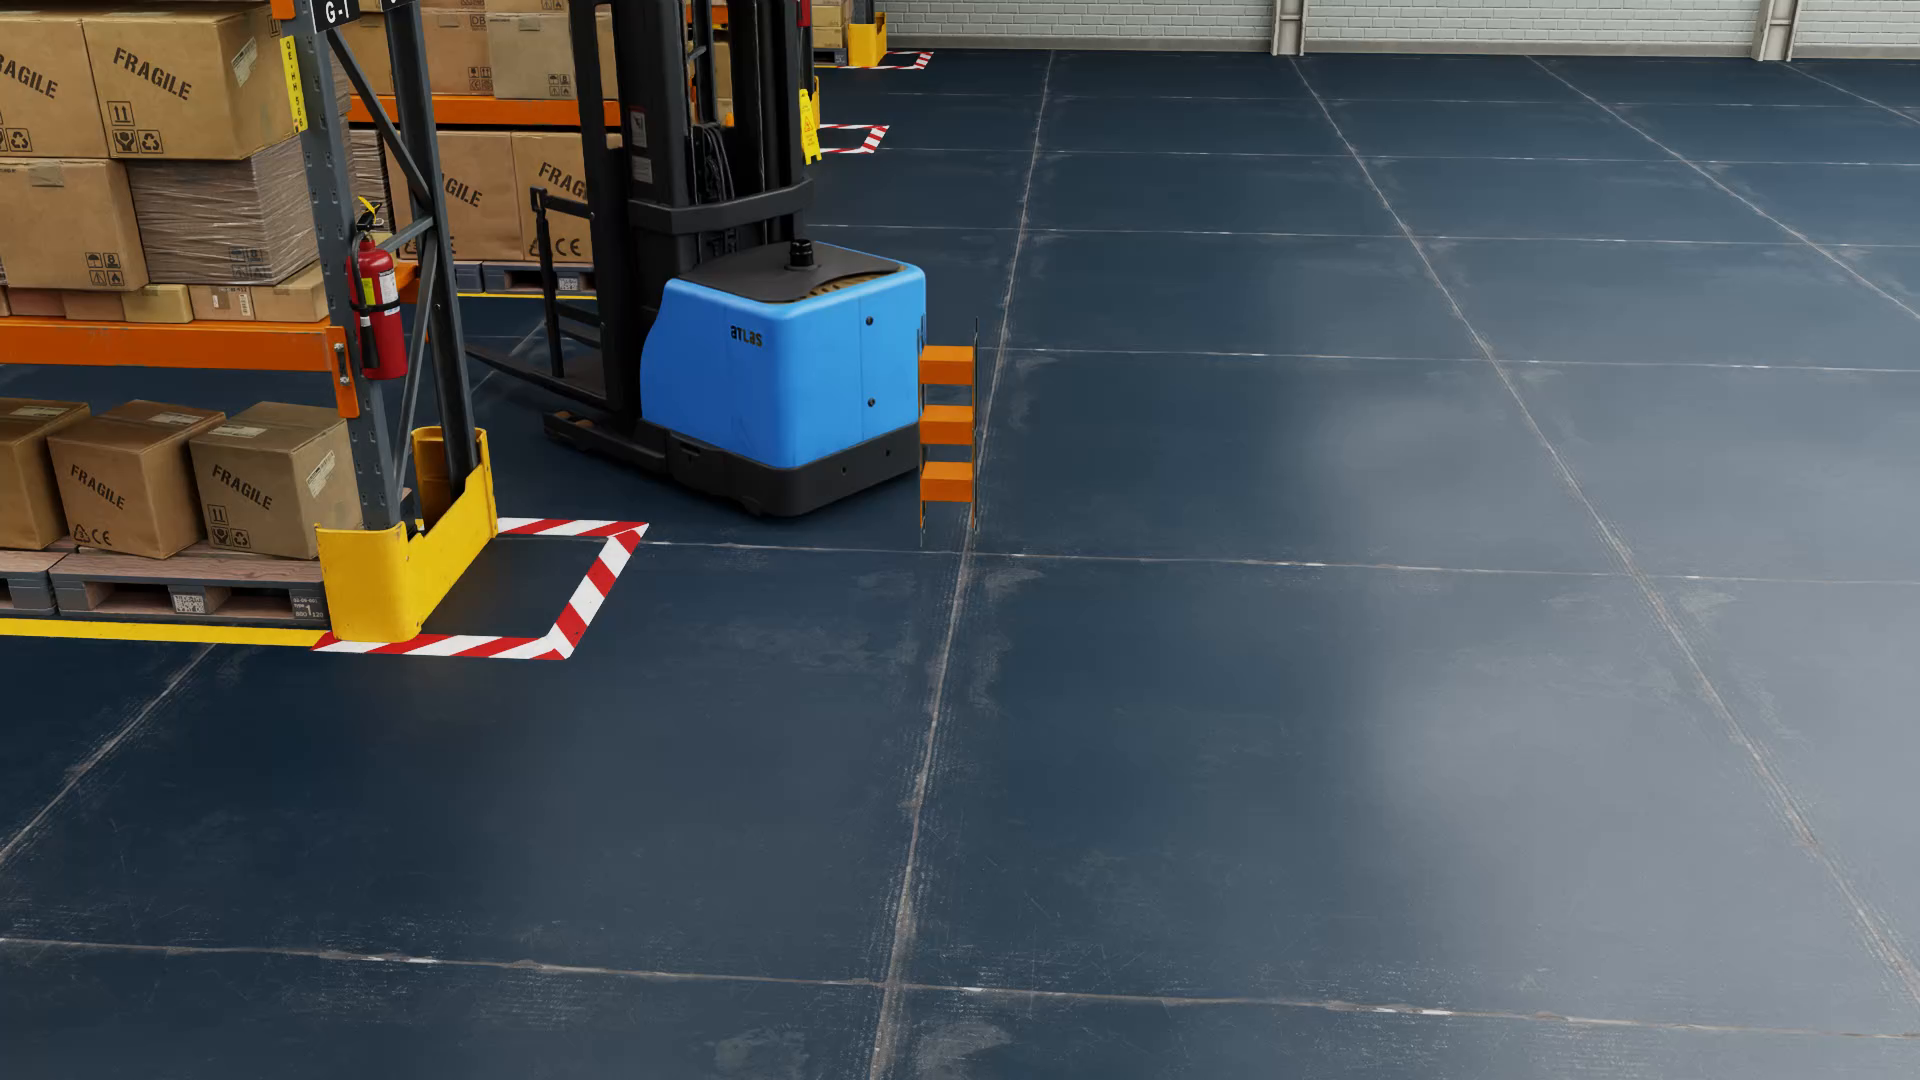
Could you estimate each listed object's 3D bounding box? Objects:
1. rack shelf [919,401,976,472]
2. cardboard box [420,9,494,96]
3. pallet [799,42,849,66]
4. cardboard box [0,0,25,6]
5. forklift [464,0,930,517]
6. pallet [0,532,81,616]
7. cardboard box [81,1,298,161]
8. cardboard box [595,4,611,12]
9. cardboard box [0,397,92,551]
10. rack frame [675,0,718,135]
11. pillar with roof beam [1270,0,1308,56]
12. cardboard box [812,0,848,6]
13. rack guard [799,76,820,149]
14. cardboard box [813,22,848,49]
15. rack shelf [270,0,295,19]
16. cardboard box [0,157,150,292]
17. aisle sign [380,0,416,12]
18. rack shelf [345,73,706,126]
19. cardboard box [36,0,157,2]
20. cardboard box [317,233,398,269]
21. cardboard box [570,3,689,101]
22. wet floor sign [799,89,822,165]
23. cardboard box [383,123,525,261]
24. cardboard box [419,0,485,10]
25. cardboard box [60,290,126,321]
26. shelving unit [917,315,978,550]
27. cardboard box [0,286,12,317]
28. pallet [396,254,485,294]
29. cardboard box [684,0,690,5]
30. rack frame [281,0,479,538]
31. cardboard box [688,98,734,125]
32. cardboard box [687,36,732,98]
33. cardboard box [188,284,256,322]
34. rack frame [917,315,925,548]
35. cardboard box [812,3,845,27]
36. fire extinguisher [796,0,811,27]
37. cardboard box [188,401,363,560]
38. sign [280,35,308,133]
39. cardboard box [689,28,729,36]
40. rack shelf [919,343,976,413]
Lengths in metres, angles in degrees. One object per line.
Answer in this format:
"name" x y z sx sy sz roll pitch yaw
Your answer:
"rack shelf" -0.053 -0.469 7.539 0.240 0.259 0.215 2 25 4
"cardboard box" -3.302 -3.388 11.344 0.550 0.550 0.875 2 25 4
"pallet" -1.941 -6.123 20.805 1.213 0.211 1.003 2 25 4
"cardboard box" -3.875 -1.764 6.323 0.500 0.500 0.500 2 25 4
"forklift" -1.585 -1.942 8.464 3.031 2.935 1.130 21 32 37
"pallet" -4.406 0.000 7.498 1.213 0.211 1.003 2 25 4
"cardboard box" -2.877 -1.733 6.256 0.500 0.500 0.500 2 25 4
"cardboard box" -2.196 -3.834 11.023 0.550 0.550 0.875 2 25 4
"cardboard box" -4.153 -0.299 7.299 0.500 0.500 0.500 4 25 9
"rack frame" -1.829 -3.248 11.220 0.127 3.000 1.000 2 25 4
"pillar with roof beam" 3.853 -8.520 15.501 0.400 9.000 9.100 2 25 4
"cardboard box" -1.658 -6.664 20.234 0.500 0.250 0.500 3 25 6
"rack guard" -1.627 -4.181 16.238 0.348 0.500 1.175 2 25 4
"cardboard box" -1.668 -6.208 20.440 0.500 0.250 0.500 2 25 4
"rack shelf" -4.304 -2.284 6.396 4.000 0.370 1.077 2 25 4
"cardboard box" -3.364 -1.359 6.640 0.500 0.500 0.875 2 25 4
"aisle sign" -2.225 -2.488 6.458 0.004 0.787 0.394 2 25 4
"rack shelf" -3.824 -2.985 11.509 4.000 0.370 1.077 2 25 4
"cardboard box" -3.335 -1.969 6.768 0.500 0.500 0.500 2 25 4
"cardboard box" -2.576 -1.178 7.022 0.250 0.149 0.380 2 25 4
"cardboard box" -2.203 -3.309 11.173 0.550 0.550 0.875 2 25 4
"wet floor sign" -1.444 -3.792 15.220 0.232 0.644 0.267 11 27 22
"cardboard box" -3.388 -2.495 11.623 0.875 0.875 0.875 1 25 3
"cardboard box" -3.300 -3.888 11.140 0.550 0.550 0.875 2 25 4
"cardboard box" -3.360 -1.002 6.639 0.250 0.149 0.380 2 25 4
"shelving unit" -0.053 -0.479 7.534 0.252 1.050 0.215 2 25 4
"cardboard box" -3.857 -1.026 6.691 0.250 0.149 0.380 2 25 4
"pallet" -3.846 -2.014 11.874 1.213 0.211 1.003 2 25 4
"cardboard box" -2.456 -5.102 15.549 0.250 0.149 0.380 1 25 3
"rack frame" -2.310 -1.184 6.734 0.127 3.000 1.000 2 25 4
"cardboard box" -2.402 -4.170 16.011 0.500 0.250 0.500 2 25 4
"cardboard box" -2.370 -4.513 15.860 0.500 0.500 0.500 2 25 4
"cardboard box" -2.859 -1.001 6.637 0.250 0.149 0.380 2 25 4
"rack frame" -0.175 -0.483 7.543 0.008 1.050 0.200 2 25 4
"cardboard box" -1.684 -6.437 20.340 0.500 0.250 0.500 2 25 3
"fire extinguisher" -1.472 -5.083 15.301 0.183 0.674 0.296 2 25 4
"cardboard box" -2.931 -0.266 7.227 0.500 0.500 0.500 6 25 14
"sign" -2.372 -1.623 5.925 0.005 0.325 0.100 2 25 4
"cardboard box" -2.358 -4.738 16.348 0.500 0.500 0.500 1 25 2
"rack shelf" -0.053 -0.727 7.420 0.240 0.259 0.215 2 25 4
